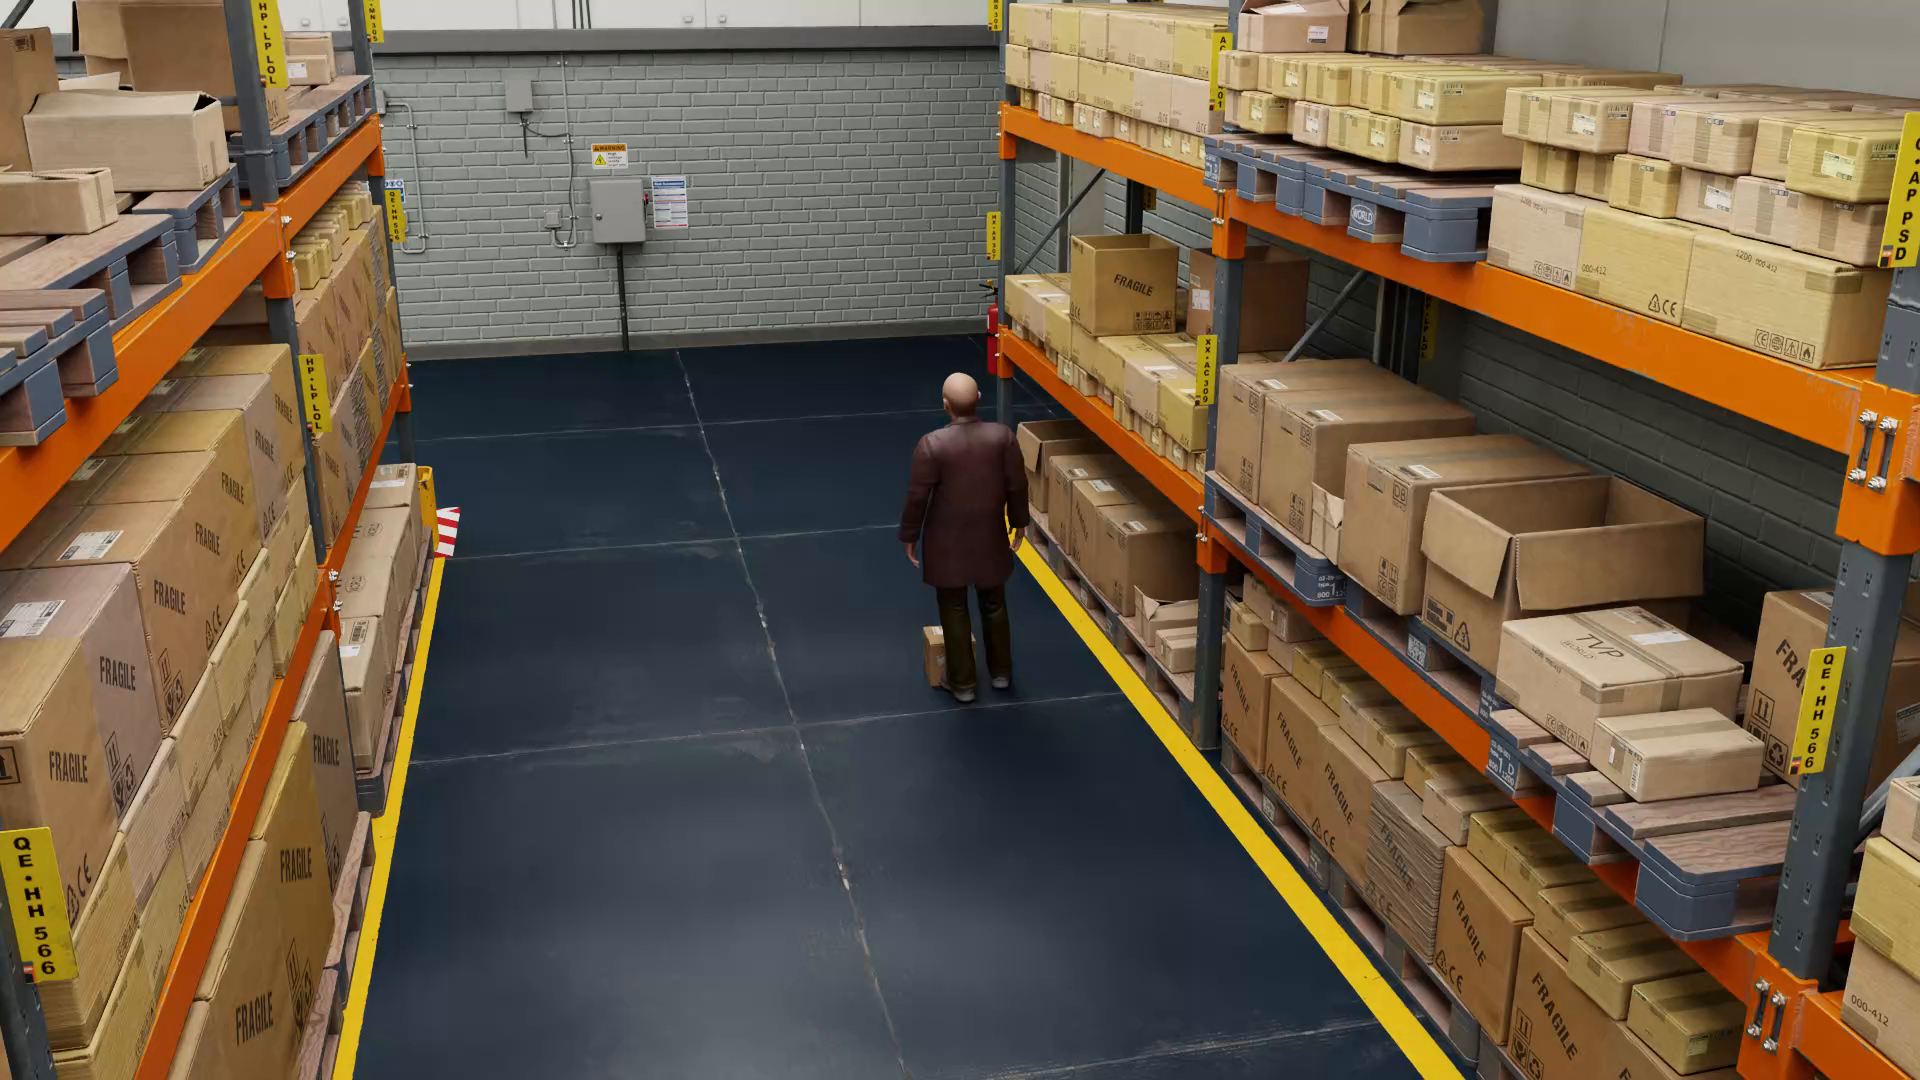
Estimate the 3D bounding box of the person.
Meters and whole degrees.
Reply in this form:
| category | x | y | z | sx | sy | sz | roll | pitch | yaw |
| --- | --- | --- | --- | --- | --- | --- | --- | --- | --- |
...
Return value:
| category | x | y | z | sx | sy | sz | roll | pitch | yaw |
| --- | --- | --- | --- | --- | --- | --- | --- | --- | --- |
| person | 0.007 | -0.039 | 8.674 | 0.698 | 1.778 | 0.580 | -4 | 20 | -12 |
